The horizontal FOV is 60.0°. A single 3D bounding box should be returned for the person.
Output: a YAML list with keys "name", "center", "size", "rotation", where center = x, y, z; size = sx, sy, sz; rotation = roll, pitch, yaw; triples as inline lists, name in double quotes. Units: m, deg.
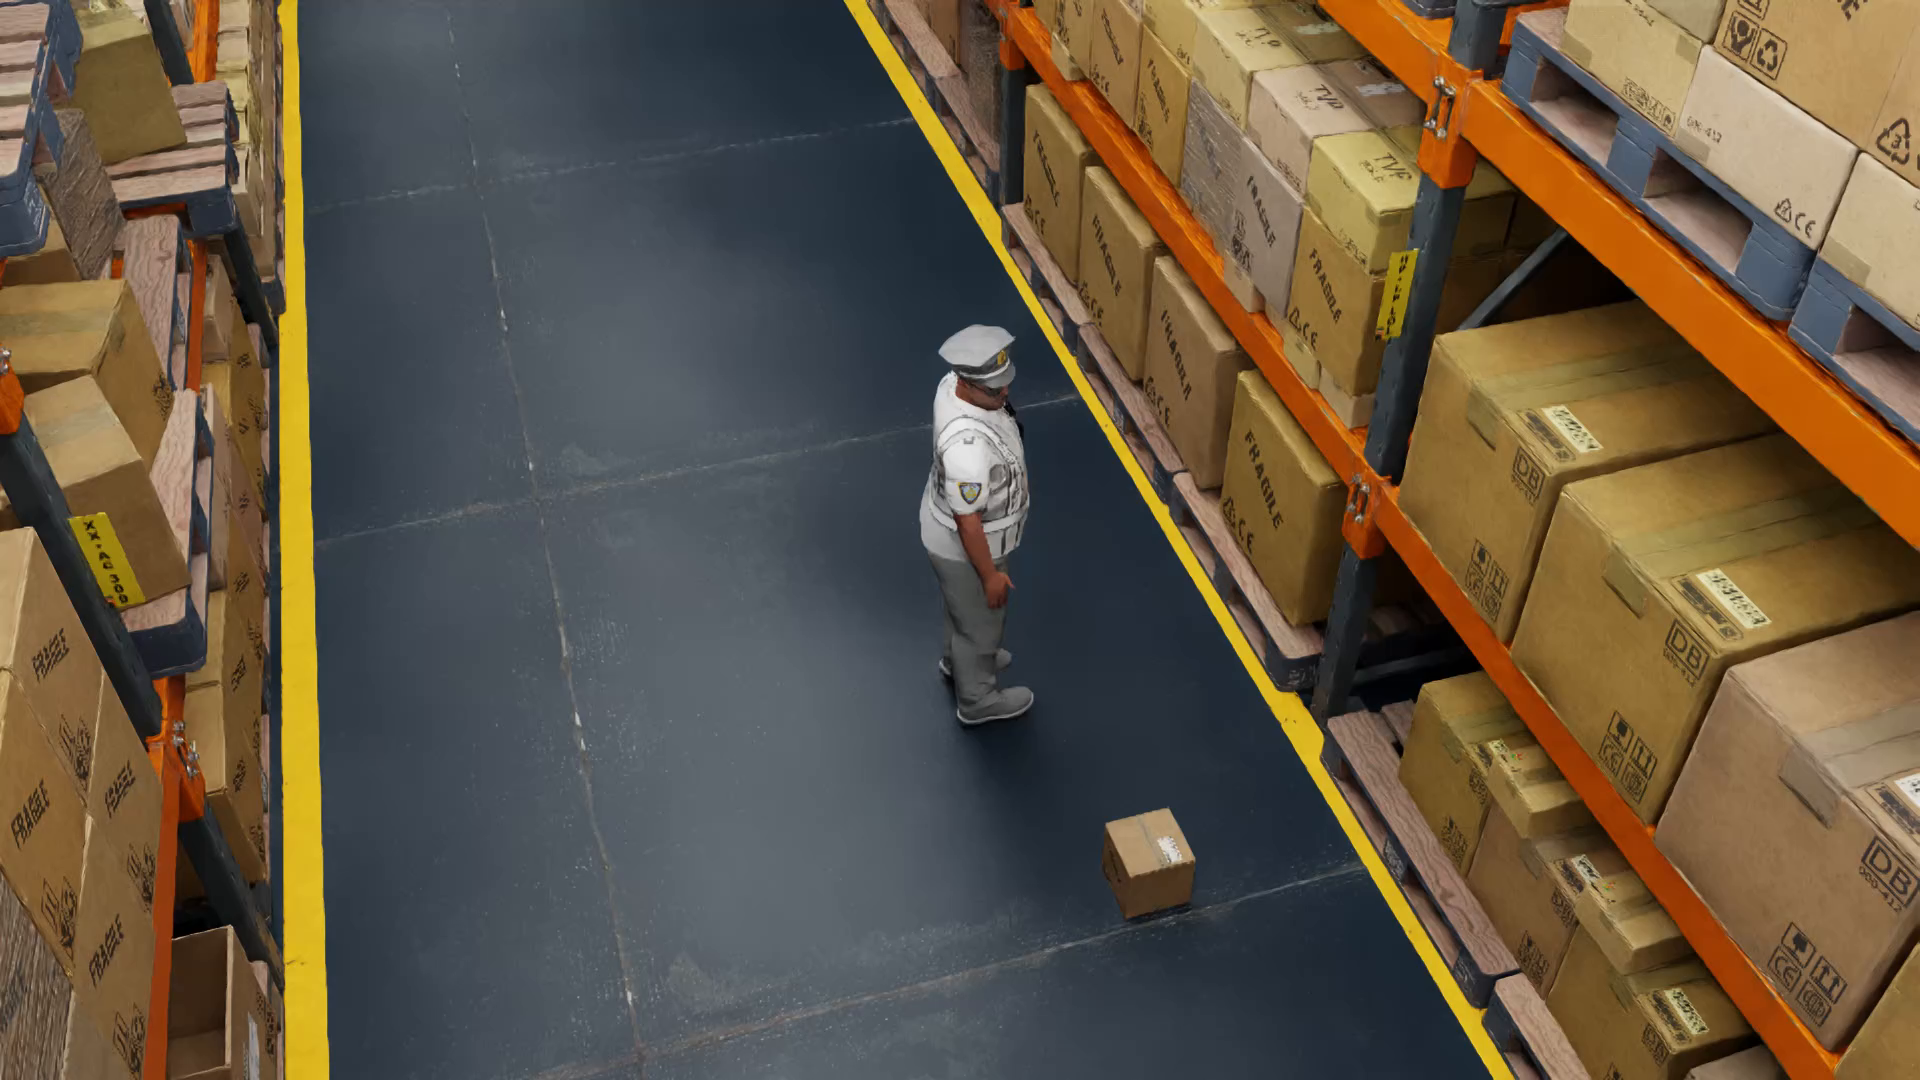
- name: "person"
  center: [0.075, -0.016, 6.170]
  size: [0.443, 1.807, 0.588]
  rotation: [-1, 42, -1]
